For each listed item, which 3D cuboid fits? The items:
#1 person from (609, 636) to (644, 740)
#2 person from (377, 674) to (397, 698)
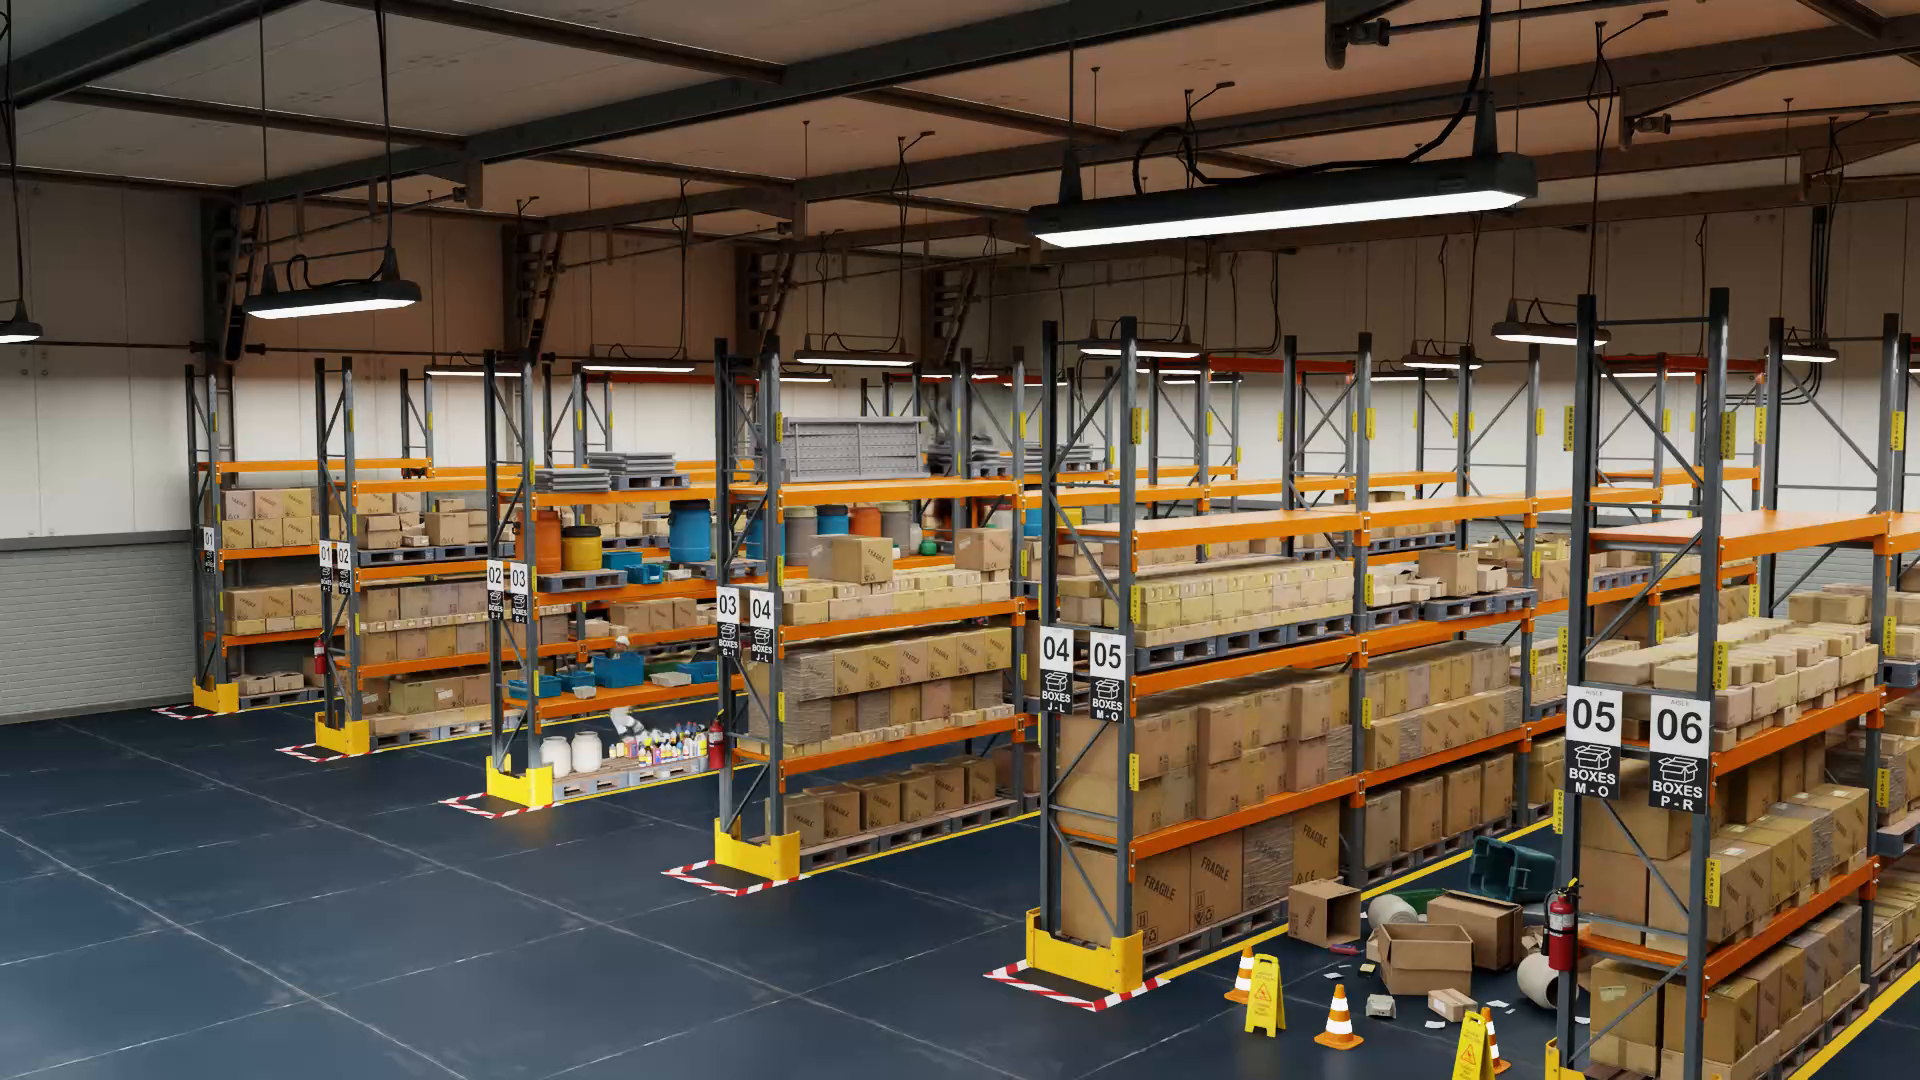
[{"bbox_3d":[-5.175,2.335,25.560,0.636,1.741,0.586,4,6,41],"label":"person"},{"bbox_3d":[-9.604,2.242,27.981,0.568,1.632,0.870,3,5,37],"label":"person"}]
